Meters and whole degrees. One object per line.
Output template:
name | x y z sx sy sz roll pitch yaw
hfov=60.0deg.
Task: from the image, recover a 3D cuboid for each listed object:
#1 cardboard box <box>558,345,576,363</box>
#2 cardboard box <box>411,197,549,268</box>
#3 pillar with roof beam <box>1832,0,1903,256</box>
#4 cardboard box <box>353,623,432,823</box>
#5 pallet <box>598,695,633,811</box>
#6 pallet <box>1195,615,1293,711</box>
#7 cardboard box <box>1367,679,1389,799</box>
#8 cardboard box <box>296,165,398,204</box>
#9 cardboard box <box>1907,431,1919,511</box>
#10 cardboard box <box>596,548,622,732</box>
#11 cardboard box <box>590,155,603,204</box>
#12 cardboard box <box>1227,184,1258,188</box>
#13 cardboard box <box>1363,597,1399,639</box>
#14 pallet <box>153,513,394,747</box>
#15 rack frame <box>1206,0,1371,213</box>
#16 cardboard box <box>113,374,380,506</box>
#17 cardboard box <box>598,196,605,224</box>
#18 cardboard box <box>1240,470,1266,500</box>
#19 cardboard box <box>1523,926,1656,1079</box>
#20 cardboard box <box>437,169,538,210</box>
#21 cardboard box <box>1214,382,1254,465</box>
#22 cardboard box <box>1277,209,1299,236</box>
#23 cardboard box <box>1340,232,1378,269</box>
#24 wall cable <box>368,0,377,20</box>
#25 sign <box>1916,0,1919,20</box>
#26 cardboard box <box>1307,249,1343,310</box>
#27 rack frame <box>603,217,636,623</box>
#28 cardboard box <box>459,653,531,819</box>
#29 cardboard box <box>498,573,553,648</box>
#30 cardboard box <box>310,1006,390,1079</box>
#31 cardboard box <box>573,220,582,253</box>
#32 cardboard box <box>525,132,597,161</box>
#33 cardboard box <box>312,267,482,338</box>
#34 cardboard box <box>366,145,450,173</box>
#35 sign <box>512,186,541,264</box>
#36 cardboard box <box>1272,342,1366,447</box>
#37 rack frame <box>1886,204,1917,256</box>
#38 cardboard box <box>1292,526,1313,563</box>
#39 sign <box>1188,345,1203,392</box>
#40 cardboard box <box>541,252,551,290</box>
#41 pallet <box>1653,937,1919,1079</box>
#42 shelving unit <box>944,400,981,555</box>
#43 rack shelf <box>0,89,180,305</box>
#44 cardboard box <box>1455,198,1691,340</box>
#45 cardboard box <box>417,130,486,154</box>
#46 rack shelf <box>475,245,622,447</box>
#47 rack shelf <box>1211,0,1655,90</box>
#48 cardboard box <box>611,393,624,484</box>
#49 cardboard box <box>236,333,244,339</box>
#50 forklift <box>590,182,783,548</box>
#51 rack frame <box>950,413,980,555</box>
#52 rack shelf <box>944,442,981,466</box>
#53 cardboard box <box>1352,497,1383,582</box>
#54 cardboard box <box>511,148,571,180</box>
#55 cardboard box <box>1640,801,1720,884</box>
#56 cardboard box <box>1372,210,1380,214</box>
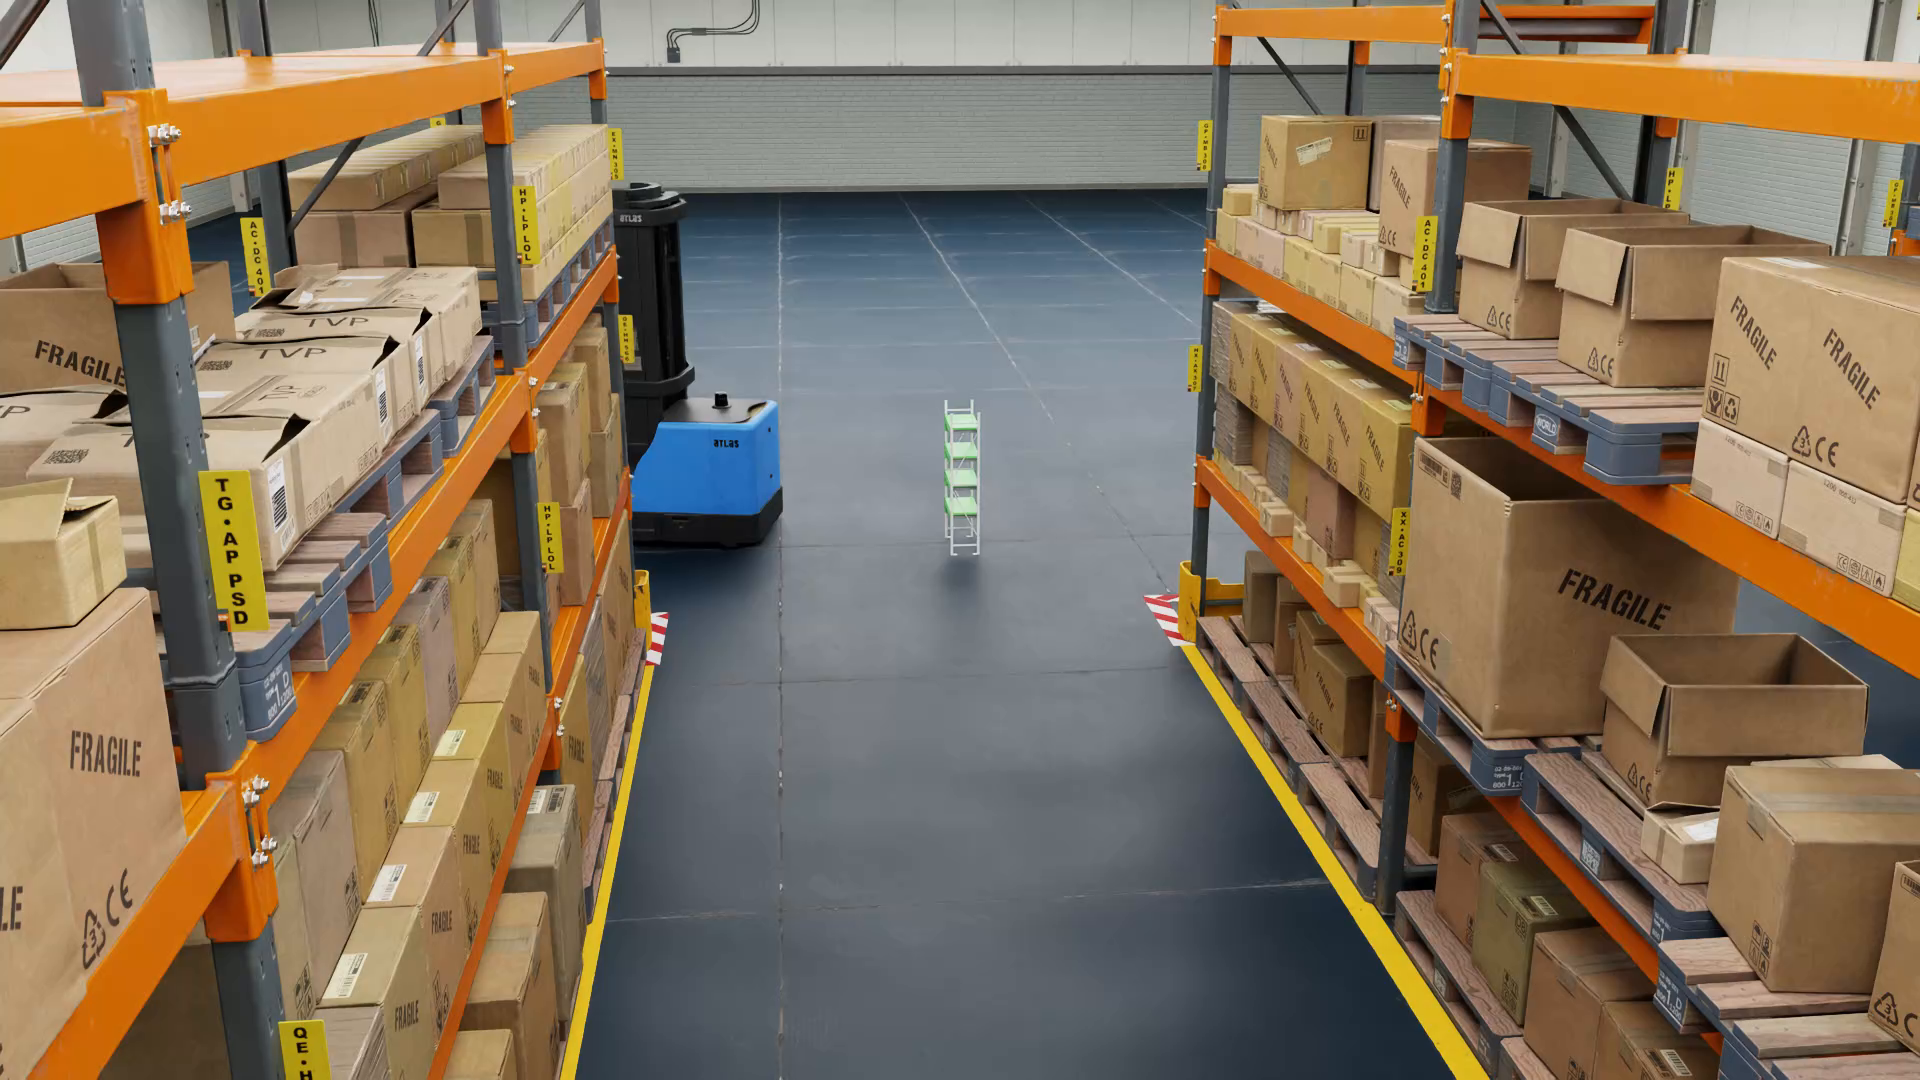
cardboard box | -2.704 -0.809 9.693 0.875 0.550 0.550 -2 18 -6
cardboard box | -2.134 -1.378 7.437 0.500 0.250 0.500 -2 18 -5
pillar with roof beam | 11.744 -9.158 28.326 9.100 9.000 0.400 -2 18 -6
cardboard box | -2.148 0.603 5.412 0.700 0.500 0.500 -2 18 -6
pallet | -2.492 1.263 9.802 1.003 0.211 1.213 -2 18 -6
pallet | 2.226 0.807 11.254 1.003 0.211 1.213 -2 18 -6
cardboard box | 2.514 1.104 9.125 0.500 0.500 0.500 4 18 12
cardboard box | -2.743 -1.588 7.441 0.380 0.149 0.250 -2 18 -6
cardboard box | 2.696 -0.257 3.980 0.500 0.500 0.500 -1 17 -4
cardboard box | -2.546 0.609 10.074 0.875 0.875 0.875 -2 18 -7
cardboard box | -2.396 -2.129 9.829 0.500 0.250 0.500 -2 18 -6
cardboard box | 1.968 -2.250 10.912 0.380 0.149 0.250 -2 18 -6
cardboard box | 2.251 0.393 8.338 0.380 0.149 0.250 -2 18 -6
pallet | -2.069 0.186 3.883 1.213 0.211 1.003 -1 17 -3
rack frame | 2.169 -3.651 10.784 1.000 3.000 0.127 -2 18 -6
cardboard box | -1.857 -0.262 4.378 0.500 0.250 0.500 -1 17 -4
cardboard box | -2.351 -1.985 10.036 0.380 0.149 0.250 -2 17 -5
cardboard box | 2.025 -0.353 10.713 0.380 0.149 0.250 -2 18 -6
cardboard box | 2.712 1.878 6.625 0.700 0.500 0.500 -3 18 -10
cardboard box | -2.062 -1.533 7.264 0.380 0.149 0.250 -2 18 -5
cardboard box | 2.199 -0.814 11.099 0.875 0.500 0.500 -2 18 -6
cardboard box | 2.068 -1.861 9.674 0.380 0.149 0.250 -3 18 -8
cardboard box | 2.158 -1.471 8.432 0.380 0.149 0.250 -2 18 -7
wall cable | -12.841 -13.824 39.938 3.097 2.526 0.112 -2 18 -6
sign | 6.548 -3.689 11.253 0.100 0.325 0.005 -2 18 -6
cardboard box | 2.174 -1.392 8.847 0.500 0.250 0.500 -2 18 -6
rack frame | -2.775 -0.666 11.291 1.000 3.000 0.127 -2 18 -6
cardboard box | -1.990 0.776 6.531 0.500 0.500 0.500 -2 18 -6
cardboard box | -2.412 0.345 7.821 0.875 0.550 0.550 -2 18 -6
cardboard box | -1.727 1.528 4.136 0.500 0.500 0.500 -2 17 -5
cardboard box | -2.219 -1.606 8.827 0.380 0.149 0.250 -2 17 -5
cardboard box | -2.324 -2.288 9.669 0.380 0.149 0.250 -1 17 -5
cardboard box | -2.130 -0.876 6.335 0.500 0.250 0.500 -2 17 -5
cardboard box | -2.874 -1.966 8.642 0.380 0.149 0.250 -2 17 -5
sign | -1.824 -1.322 6.983 0.100 0.325 0.005 -2 18 -6
cardboard box | 2.110 -0.837 9.501 0.500 0.500 0.500 -2 18 -6
rack frame | 7.096 -0.942 12.170 1.000 3.000 0.127 -2 18 -6
cardboard box | 2.127 0.020 9.524 0.380 0.149 0.250 -2 18 -6
sign | 1.629 -1.185 11.500 0.100 0.325 0.005 -2 18 -6
cardboard box | -2.090 -1.230 7.630 0.380 0.149 0.250 -2 18 -5
pallet | 2.815 1.477 4.785 1.213 0.211 1.003 -2 18 -6
shelving unit | 0.017 -0.523 13.840 0.258 1.200 0.503 -2 18 -6
rack shelf | -1.743 -0.015 1.070 1.077 0.370 4.000 -2 18 -6
cardboard box | 2.532 -1.135 6.903 0.797 0.503 0.637 -3 18 -8
cardboard box | -3.005 -2.346 9.853 0.380 0.149 0.250 -2 18 -6
rack shelf | -2.569 -1.158 9.051 1.077 0.370 4.000 -2 18 -6
rack shelf | 2.375 -2.711 8.994 1.077 0.370 4.000 -2 18 -6
cardboard box | -2.692 -0.628 10.920 0.875 0.550 0.550 -2 18 -6
cardboard box | -2.476 -0.608 5.649 0.380 0.149 0.250 -2 18 -6
forklift | -3.125 -1.510 14.094 3.031 2.935 1.130 2 18 7
rack frame | 0.042 -0.450 13.609 0.240 1.200 0.015 -2 18 -6
rack shelf | 0.017 -0.691 13.788 0.258 0.148 0.480 -2 18 -6
cardboard box | 2.580 -0.073 8.738 0.875 0.500 0.500 -2 18 -6
cardboard box | -2.194 -1.912 8.472 0.380 0.149 0.250 -2 18 -6
cardboard box | 2.554 0.970 5.604 0.396 0.266 0.258 -2 18 -7
cardboard box | 2.635 -1.878 9.728 0.380 0.149 0.250 -3 18 -8
